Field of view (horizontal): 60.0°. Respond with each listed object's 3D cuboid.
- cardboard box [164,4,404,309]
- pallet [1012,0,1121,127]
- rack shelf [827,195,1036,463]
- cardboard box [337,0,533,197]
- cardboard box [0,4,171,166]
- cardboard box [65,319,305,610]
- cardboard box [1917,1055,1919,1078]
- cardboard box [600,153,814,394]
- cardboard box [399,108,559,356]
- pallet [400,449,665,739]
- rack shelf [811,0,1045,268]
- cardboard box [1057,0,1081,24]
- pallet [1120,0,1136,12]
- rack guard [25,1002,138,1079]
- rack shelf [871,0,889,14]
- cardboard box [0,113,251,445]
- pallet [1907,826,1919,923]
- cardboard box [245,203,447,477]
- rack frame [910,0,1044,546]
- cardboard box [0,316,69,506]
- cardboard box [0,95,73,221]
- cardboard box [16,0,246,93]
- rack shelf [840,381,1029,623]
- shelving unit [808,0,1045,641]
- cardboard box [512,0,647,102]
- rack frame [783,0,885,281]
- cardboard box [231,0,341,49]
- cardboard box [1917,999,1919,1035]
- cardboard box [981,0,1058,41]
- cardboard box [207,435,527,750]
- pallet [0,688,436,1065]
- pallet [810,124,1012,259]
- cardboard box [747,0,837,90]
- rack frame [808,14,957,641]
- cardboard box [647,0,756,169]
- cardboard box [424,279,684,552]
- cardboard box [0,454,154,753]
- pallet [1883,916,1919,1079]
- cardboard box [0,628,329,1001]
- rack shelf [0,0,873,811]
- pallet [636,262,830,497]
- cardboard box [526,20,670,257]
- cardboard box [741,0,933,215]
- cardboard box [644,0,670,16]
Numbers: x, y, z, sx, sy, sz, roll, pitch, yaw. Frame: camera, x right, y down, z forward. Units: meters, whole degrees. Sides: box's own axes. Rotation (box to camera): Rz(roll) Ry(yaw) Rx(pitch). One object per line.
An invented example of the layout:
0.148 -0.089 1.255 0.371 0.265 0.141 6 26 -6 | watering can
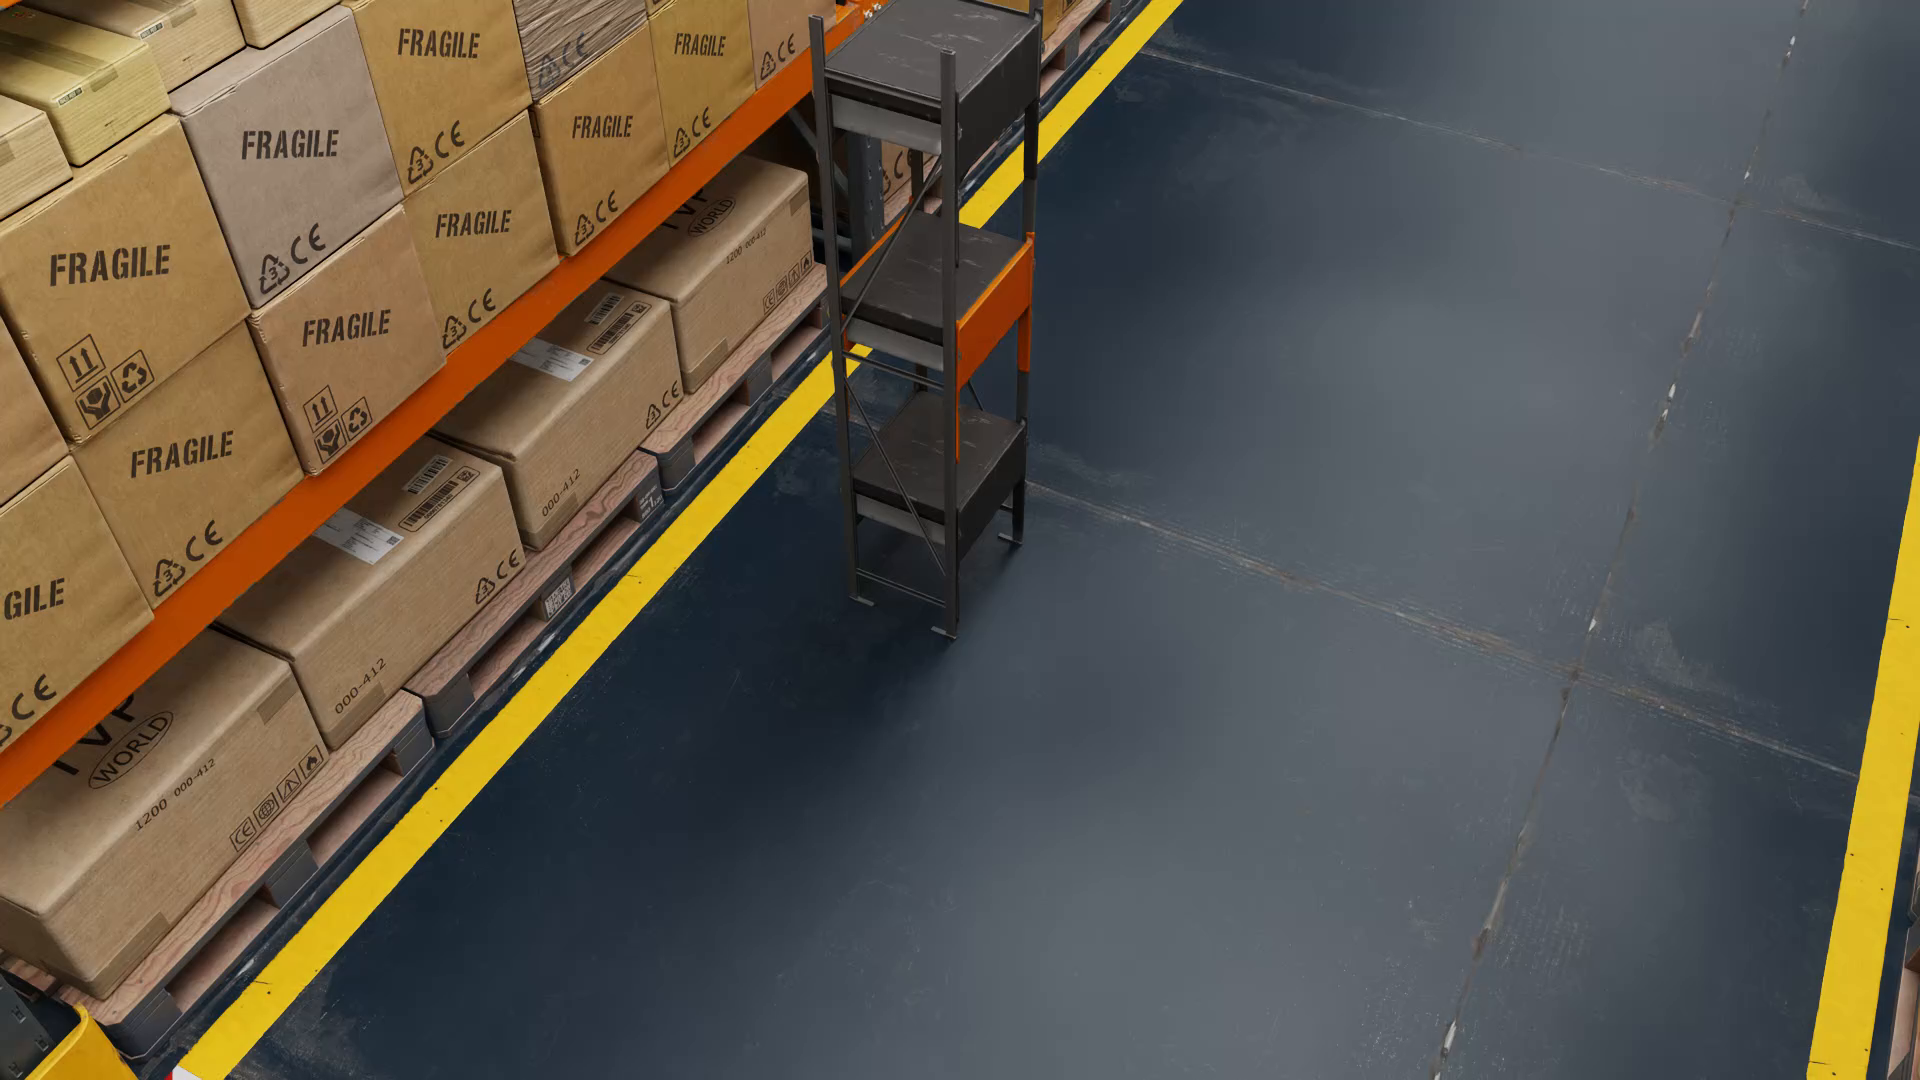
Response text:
-1.680 -0.928 3.784 0.500 0.500 0.500 20 49 19 | cardboard box
0.092 -2.500 8.072 1.003 0.211 1.213 20 49 19 | pallet
-0.077 -0.624 4.910 0.431 0.518 0.480 20 49 19 | rack shelf
-1.449 -1.242 4.095 0.500 0.500 0.500 21 49 19 | cardboard box
-1.824 -0.911 3.312 0.380 0.149 0.250 19 48 18 | cardboard box
-1.934 -0.249 3.816 0.500 0.500 0.500 20 49 19 | cardboard box
2.510 1.220 3.936 0.380 0.149 0.250 21 49 19 | cardboard box
-1.151 -1.085 6.219 0.875 0.438 0.875 20 49 19 | cardboard box
-1.464 -0.884 4.445 0.500 0.500 0.500 22 49 20 | cardboard box
-1.752 0.007 5.595 1.003 0.211 1.213 20 49 19 | pallet
-0.077 -1.116 4.412 0.431 0.518 0.480 20 49 19 | rack shelf
0.281 -3.150 7.953 0.875 0.875 0.875 21 49 20 | cardboard box
0.660 -3.266 8.829 1.003 0.211 1.213 20 49 19 | pallet
-2.632 1.216 4.197 1.175 0.500 0.348 20 49 19 | rack guard
0.164 -3.205 7.314 1.077 0.370 4.000 20 49 19 | rack shelf
-1.912 -0.601 3.461 0.500 0.500 0.500 19 48 18 | cardboard box
3.387 0.788 4.823 1.003 0.211 1.213 20 49 19 | pallet
-1.682 -0.563 4.127 0.500 0.500 0.500 20 49 19 | cardboard box
0.036 -0.788 5.052 0.400 2.100 0.015 20 49 19 | rack frame
-2.146 -0.273 3.137 0.500 0.500 0.500 19 48 18 | cardboard box
-1.930 -0.739 3.142 0.380 0.149 0.250 22 49 20 | cardboard box
-1.749 -1.094 3.493 0.380 0.149 0.250 21 49 19 | cardboard box
-0.077 -0.132 5.408 0.431 0.518 0.480 20 49 19 | rack shelf
-0.077 -0.634 4.900 0.431 2.100 0.503 20 49 19 | shelving unit
-1.209 -1.555 4.405 0.500 0.500 0.500 21 49 20 | cardboard box
-0.764 -2.198 5.813 1.000 3.000 0.127 20 49 19 | rack frame
-1.596 -1.237 3.634 0.380 0.149 0.250 21 49 19 | cardboard box
2.647 1.181 4.182 0.380 0.149 0.250 19 48 18 | cardboard box
-0.135 -2.587 7.397 0.875 0.875 0.875 22 49 20 | cardboard box
-1.986 0.047 5.101 0.875 0.438 0.875 22 49 20 | cardboard box
-2.319 0.773 4.838 1.003 0.211 1.213 20 49 19 | pallet
-0.473 -1.729 7.310 1.003 0.211 1.213 20 49 19 | pallet
-0.753 -1.856 5.405 0.500 0.500 0.500 21 49 19 | cardboard box
-0.190 -0.480 4.748 0.400 2.100 0.015 20 49 19 | rack frame
-0.987 -1.530 5.083 0.500 0.500 0.500 19 48 18 | cardboard box
-1.566 -0.521 5.662 0.875 0.438 0.875 19 48 18 | cardboard box
-2.144 0.079 3.492 0.500 0.500 0.500 20 49 19 | cardboard box
2.821 1.559 4.060 1.003 0.211 1.213 20 49 19 | pallet
-2.403 0.626 4.528 0.875 0.438 0.875 19 48 18 | cardboard box
-1.693 -0.685 4.824 1.077 0.370 4.000 20 49 19 | rack shelf
-1.187 -0.764 6.357 1.003 0.211 1.213 20 49 19 | pallet
-1.208 -1.209 4.765 0.500 0.500 0.500 20 49 18 | cardboard box
-0.547 -2.016 6.832 0.875 0.875 0.875 22 49 20 | cardboard box
-0.981 -1.879 4.725 0.500 0.500 0.500 20 49 18 | cardboard box
